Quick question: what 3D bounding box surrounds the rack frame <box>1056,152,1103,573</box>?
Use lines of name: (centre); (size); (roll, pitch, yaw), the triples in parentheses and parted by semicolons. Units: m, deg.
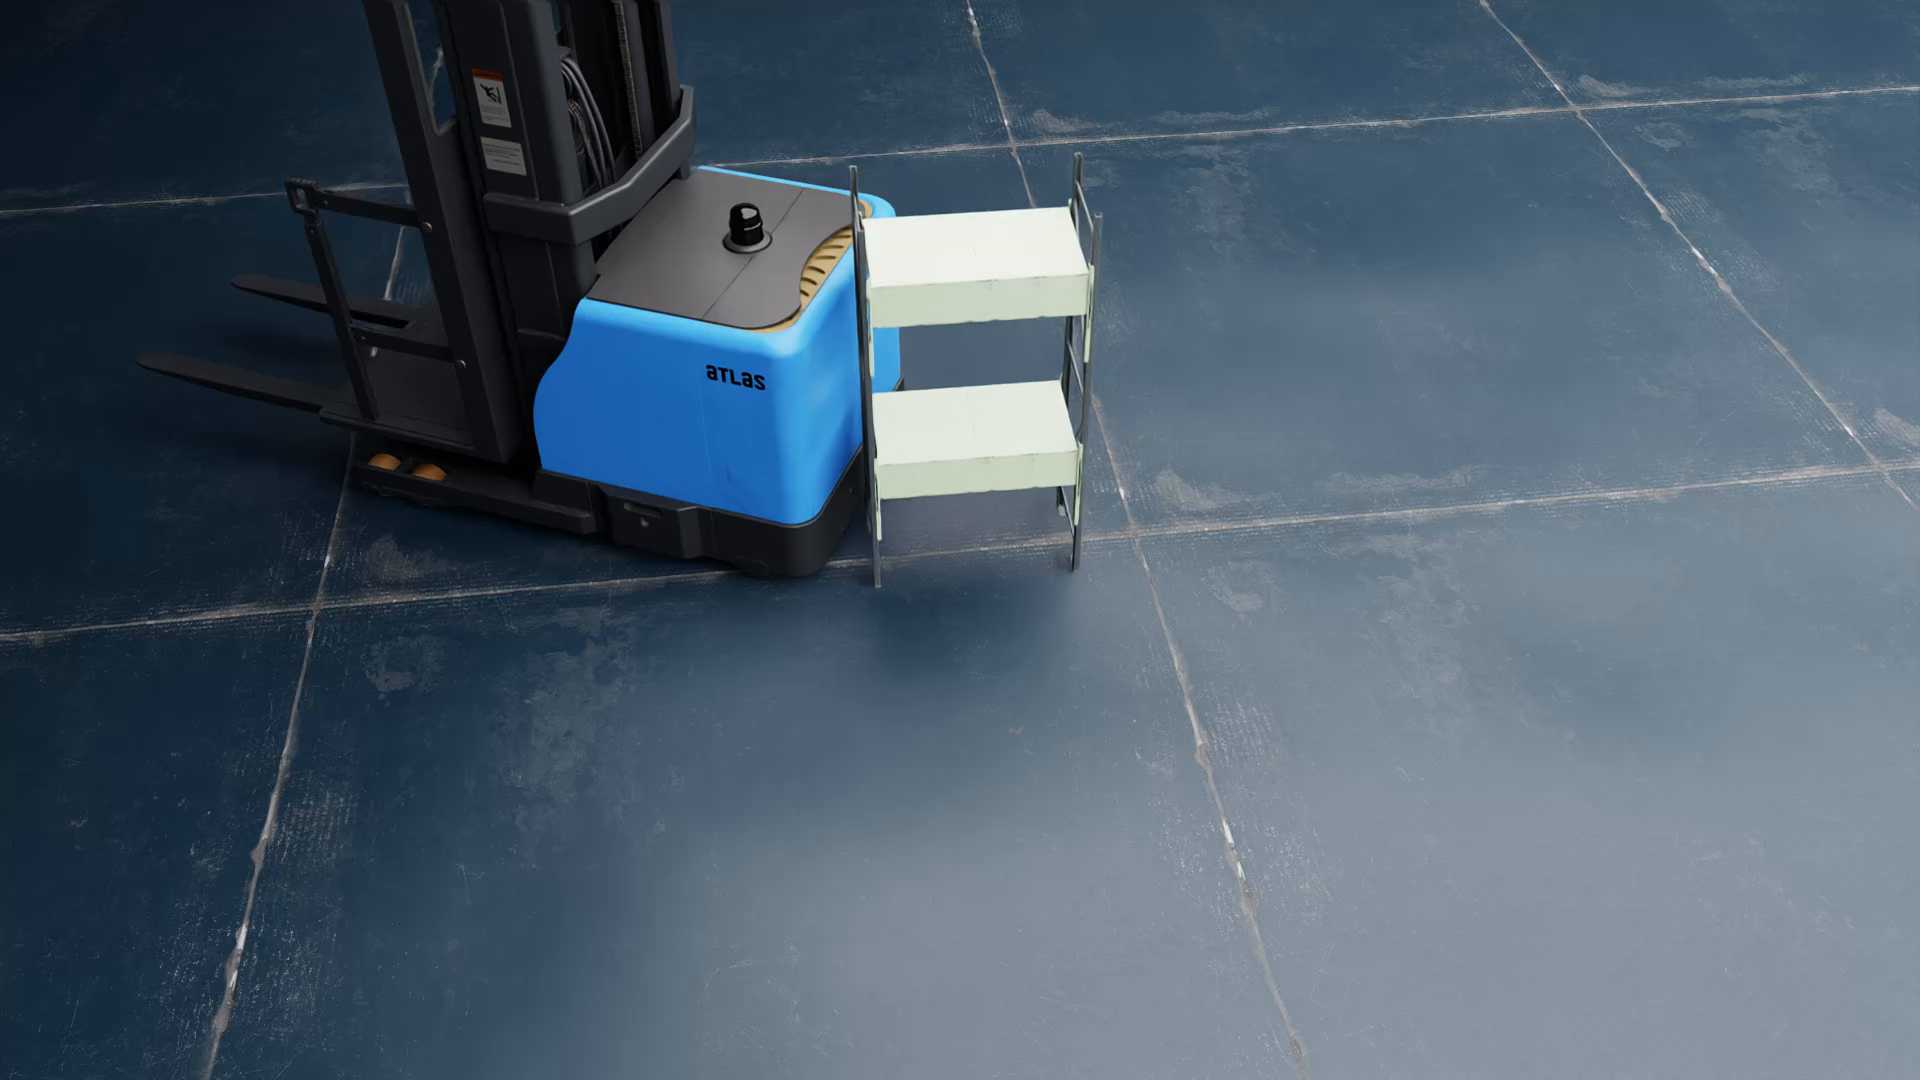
rack frame: (0.405, -0.570, 5.762); (0.023, 1.500, 0.400); (-4, 42, -5)

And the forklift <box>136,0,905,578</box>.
forklift: (-1.793, -1.537, 5.766); (3.031, 2.935, 1.130); (13, 44, 14)

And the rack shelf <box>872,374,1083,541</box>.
rack shelf: (0.041, -0.299, 5.949); (0.720, 0.370, 0.431); (-4, 42, -5)

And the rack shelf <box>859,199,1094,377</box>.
rack shelf: (0.041, -0.831, 5.469); (0.720, 0.370, 0.431); (-4, 42, -5)

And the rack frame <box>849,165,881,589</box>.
rack frame: (-0.322, -0.513, 5.699); (0.023, 1.500, 0.400); (-4, 42, -5)

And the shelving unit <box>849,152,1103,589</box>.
shelving unit: (0.041, -0.542, 5.731); (0.755, 1.500, 0.431); (-4, 42, -5)
